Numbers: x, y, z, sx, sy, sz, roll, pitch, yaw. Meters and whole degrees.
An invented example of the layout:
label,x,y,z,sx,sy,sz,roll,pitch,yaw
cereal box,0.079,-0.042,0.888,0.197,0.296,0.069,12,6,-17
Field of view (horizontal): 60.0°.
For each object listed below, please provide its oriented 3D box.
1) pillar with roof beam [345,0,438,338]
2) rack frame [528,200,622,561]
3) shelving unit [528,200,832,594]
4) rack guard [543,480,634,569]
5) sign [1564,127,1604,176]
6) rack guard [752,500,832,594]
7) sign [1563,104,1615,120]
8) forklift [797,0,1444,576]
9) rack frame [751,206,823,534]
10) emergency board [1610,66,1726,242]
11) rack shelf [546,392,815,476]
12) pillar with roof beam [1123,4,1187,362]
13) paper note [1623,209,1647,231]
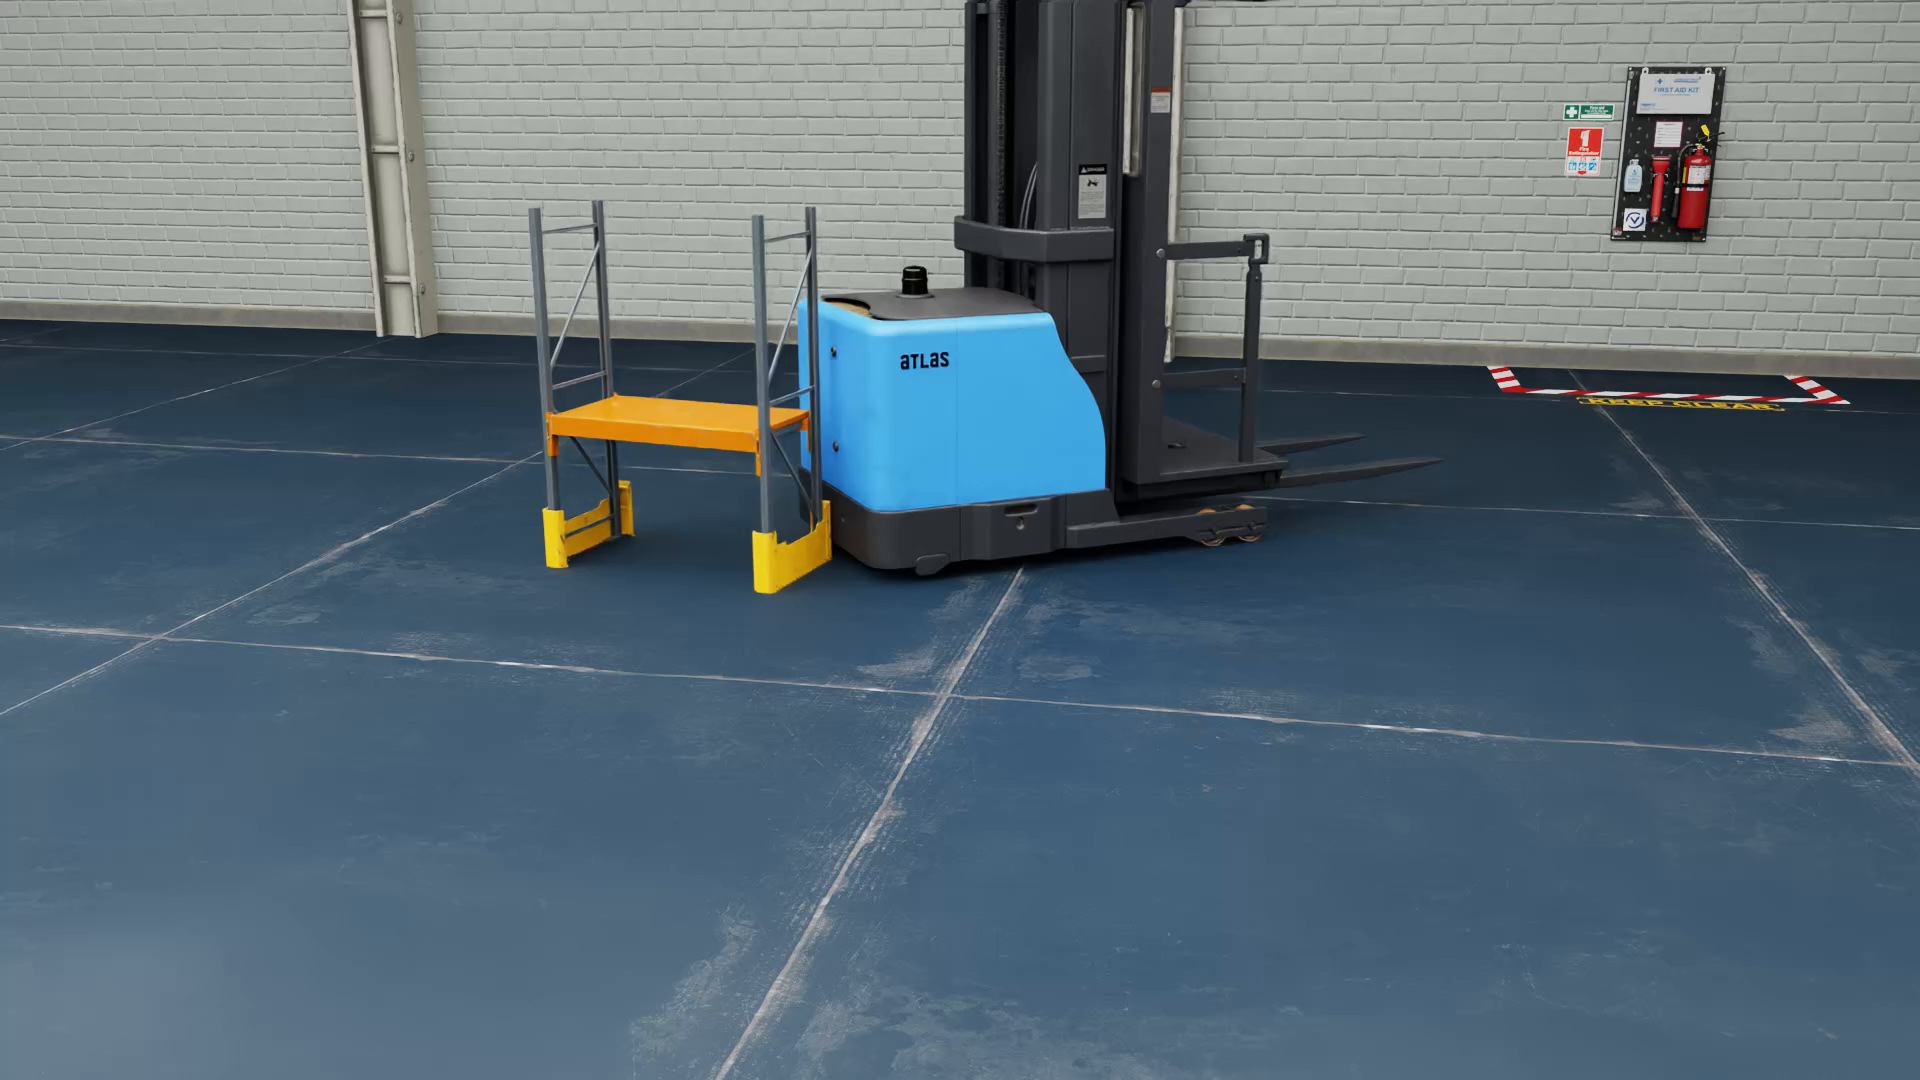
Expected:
label,x,y,z,sx,sy,sz,roll,pitch,yaw
pillar with roof beam,-5.349,-4.886,8.276,0.400,9.000,9.100,3,16,11
rack frame,-1.640,-0.679,7.133,0.032,1.500,0.500,6,17,21
shelving unit,-1.158,-0.629,6.952,1.083,1.500,0.587,6,17,21
rack guard,-1.622,-0.075,7.293,0.087,0.250,0.587,6,17,21
sign,4.333,-2.698,11.547,0.234,0.329,0.001,3,16,11
rack guard,-0.695,0.022,6.944,0.087,0.250,0.587,6,17,21
sign,4.336,-2.951,11.467,0.331,0.109,0.001,3,16,11
forklift,0.829,-1.504,7.432,3.031,2.935,1.130,-7,17,-23
rack frame,-0.693,-0.580,6.776,0.032,1.500,0.500,6,17,21
emergency board,4.854,-2.625,11.348,0.643,1.169,0.194,3,16,11
rack shelf,-1.167,-0.456,7.003,1.000,0.185,0.538,6,17,21
pillar with roof beam,0.531,-4.567,7.123,0.400,9.000,9.100,3,16,11
paper note,4.695,-2.228,11.565,0.142,0.148,0.016,3,16,11
